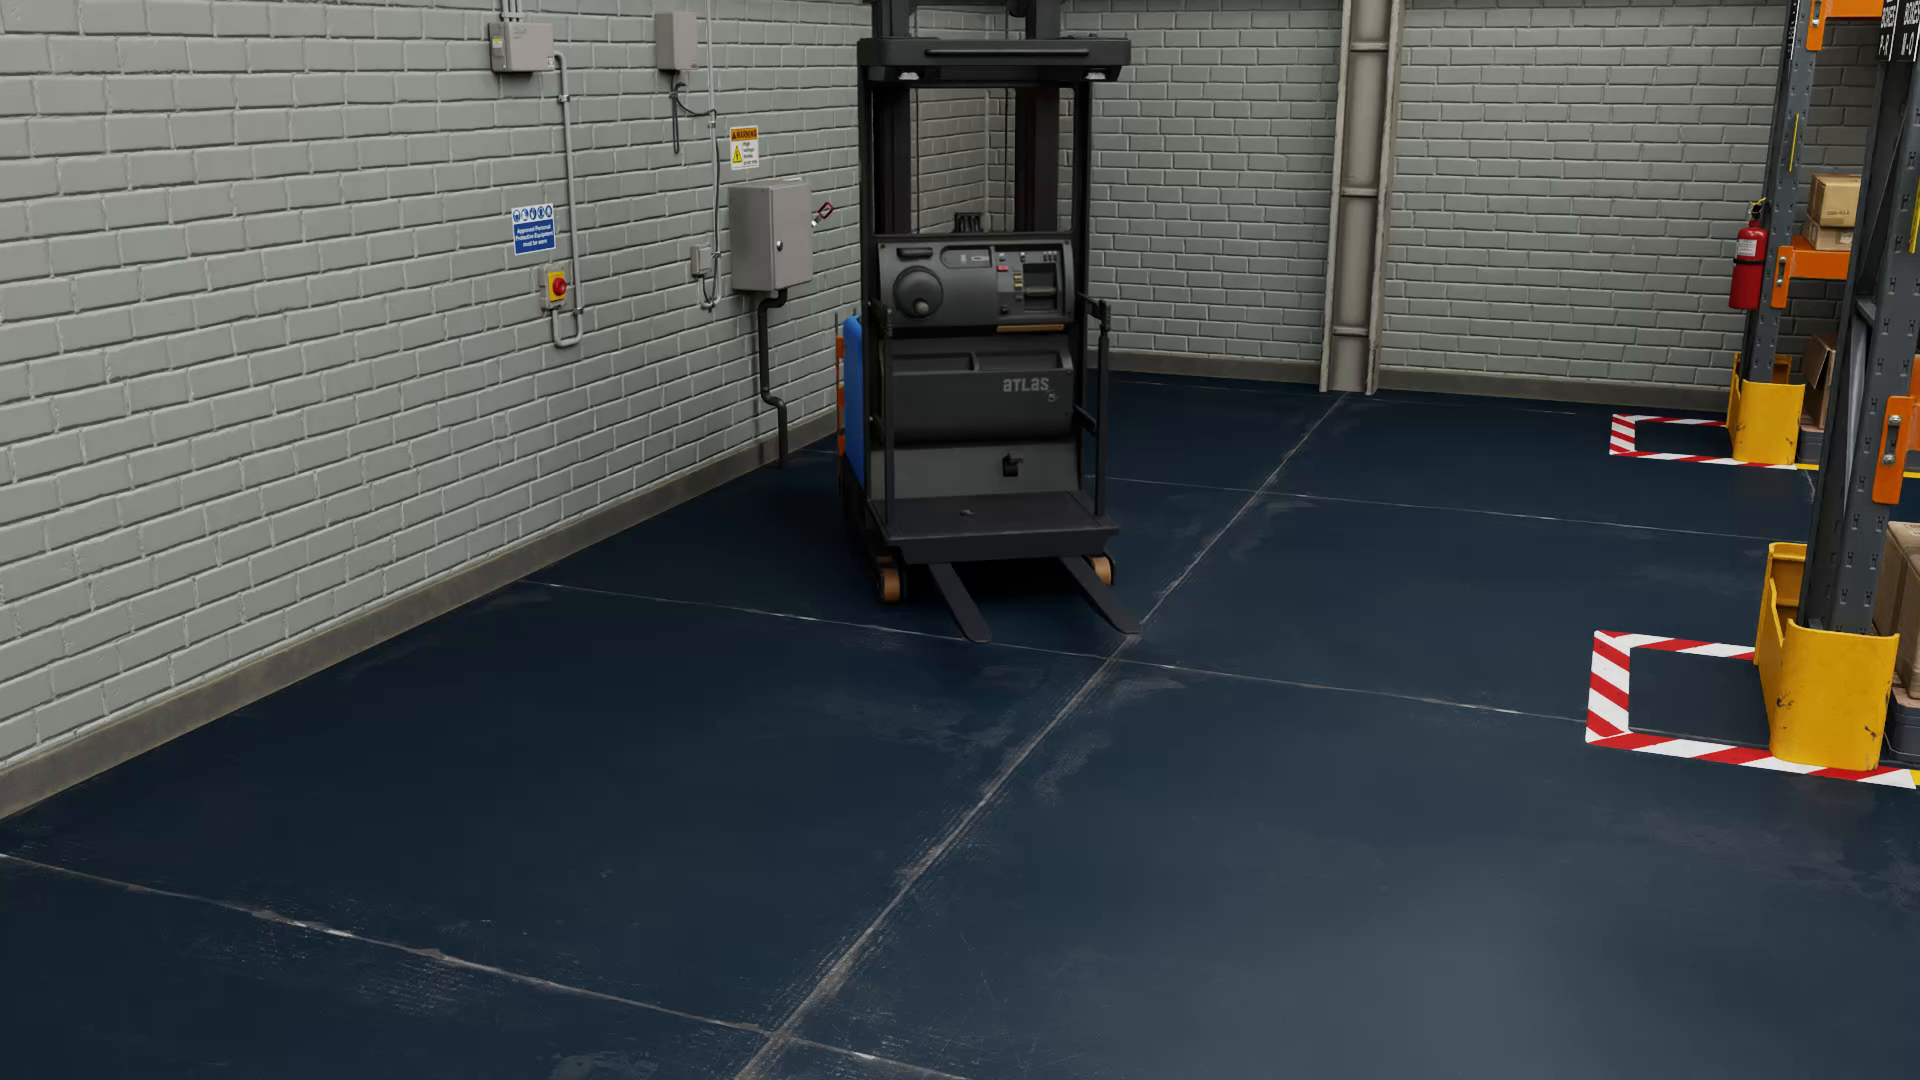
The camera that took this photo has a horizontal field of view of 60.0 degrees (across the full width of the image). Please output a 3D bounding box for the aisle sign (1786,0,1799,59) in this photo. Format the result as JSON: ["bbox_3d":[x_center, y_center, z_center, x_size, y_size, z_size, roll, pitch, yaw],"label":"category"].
[{"bbox_3d":[4.952,-3.251,9.828,0.004,0.787,0.394,6,17,21],"label":"aisle sign"}]

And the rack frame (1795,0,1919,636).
[{"bbox_3d":[3.305,-0.784,5.993,0.127,3.000,1.000,6,17,21],"label":"rack frame"}]

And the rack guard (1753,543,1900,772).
[{"bbox_3d":[3.283,0.414,6.350,0.348,0.500,1.175,6,17,21],"label":"rack guard"}]

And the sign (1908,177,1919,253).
[{"bbox_3d":[3.096,-1.094,5.368,0.005,0.325,0.100,6,17,21],"label":"sign"}]

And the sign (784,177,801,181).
[{"bbox_3d":[-1.054,-1.988,10.312,0.001,0.494,0.329,6,17,21],"label":"sign"}]

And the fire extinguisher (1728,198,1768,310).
[{"bbox_3d":[4.816,-1.750,10.131,0.183,0.674,0.296,6,17,21],"label":"fire extinguisher"}]

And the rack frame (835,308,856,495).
[{"bbox_3d":[-0.644,-0.785,9.493,0.008,1.050,0.200,9,19,29],"label":"rack frame"}]

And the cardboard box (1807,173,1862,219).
[{"bbox_3d":[5.648,-2.164,10.483,0.500,0.250,0.500,7,18,22],"label":"cardboard box"}]

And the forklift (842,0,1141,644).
[{"bbox_3d":[0.118,-1.225,7.637,1.130,2.935,3.031,-3,16,-10],"label":"forklift"}]

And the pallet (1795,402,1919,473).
[{"bbox_3d":[5.936,-0.643,10.511,1.213,0.211,1.003,6,17,21],"label":"pallet"}]

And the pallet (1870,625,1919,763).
[{"bbox_3d":[4.078,0.617,6.170,1.213,0.211,1.003,6,17,21],"label":"pallet"}]

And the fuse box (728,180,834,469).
[{"bbox_3d":[-1.042,-1.266,9.964,0.414,1.711,0.539,6,17,21],"label":"fuse box"}]

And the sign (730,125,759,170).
[{"bbox_3d":[-1.255,-2.288,9.693,0.001,0.242,0.339,6,17,21],"label":"sign"}]

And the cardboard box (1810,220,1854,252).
[{"bbox_3d":[5.328,-1.846,10.103,0.250,0.149,0.380,6,17,20],"label":"cardboard box"}]

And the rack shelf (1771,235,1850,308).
[{"bbox_3d":[6.983,-1.521,9.825,4.000,0.370,1.077,6,17,21],"label":"rack shelf"}]

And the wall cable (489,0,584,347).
[{"bbox_3d":[-1.949,-1.858,7.813,0.123,1.953,0.585,6,17,21],"label":"wall cable"}]

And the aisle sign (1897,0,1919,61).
[{"bbox_3d":[3.132,-1.964,5.397,0.004,0.787,0.394,6,17,21],"label":"aisle sign"}]

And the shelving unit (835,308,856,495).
[{"bbox_3d":[-0.539,-0.768,9.434,0.252,1.050,0.215,9,19,29],"label":"shelving unit"}]

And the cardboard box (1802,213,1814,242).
[{"bbox_3d":[5.530,-1.987,10.587,0.250,0.149,0.380,6,17,20],"label":"cardboard box"}]

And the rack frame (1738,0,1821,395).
[{"bbox_3d":[5.123,-2.072,10.429,0.127,3.000,1.000,6,17,21],"label":"rack frame"}]

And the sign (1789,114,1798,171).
[{"bbox_3d":[4.924,-2.347,9.824,0.005,0.325,0.100,6,17,21],"label":"sign"}]

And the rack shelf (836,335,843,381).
[{"bbox_3d":[-0.538,-1.030,9.358,0.240,0.259,0.215,9,19,29],"label":"rack shelf"}]

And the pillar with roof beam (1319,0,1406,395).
[{"bbox_3d":[1.366,-4.346,7.502,0.400,9.000,9.100,6,17,21],"label":"pillar with roof beam"}]

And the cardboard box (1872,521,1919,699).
[{"bbox_3d":[3.956,0.287,6.149,0.875,0.438,0.875,6,17,19],"label":"cardboard box"}]

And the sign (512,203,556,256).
[{"bbox_3d":[-2.024,-1.478,7.900,0.001,0.218,0.327,6,17,21],"label":"sign"}]

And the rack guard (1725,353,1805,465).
[{"bbox_3d":[5.194,-0.863,10.751,0.348,0.500,1.175,6,17,21],"label":"rack guard"}]

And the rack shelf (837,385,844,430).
[{"bbox_3d":[-0.539,-0.758,9.437,0.240,0.259,0.215,9,19,29],"label":"rack shelf"}]

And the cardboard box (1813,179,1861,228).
[{"bbox_3d":[5.446,-2.026,10.008,0.500,0.250,0.500,6,17,21],"label":"cardboard box"}]

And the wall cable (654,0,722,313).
[{"bbox_3d":[-1.439,-2.211,9.089,0.122,1.984,0.588,6,17,21],"label":"wall cable"}]

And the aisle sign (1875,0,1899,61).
[{"bbox_3d":[3.352,-2.120,5.933,0.004,0.787,0.394,6,17,21],"label":"aisle sign"}]

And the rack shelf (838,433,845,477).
[{"bbox_3d":[-0.539,-0.491,9.514,0.240,0.259,0.215,9,19,29],"label":"rack shelf"}]

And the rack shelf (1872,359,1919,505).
[{"bbox_3d":[5.166,-0.234,5.389,4.000,0.370,1.077,6,17,21],"label":"rack shelf"}]

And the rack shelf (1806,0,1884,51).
[{"bbox_3d":[6.983,-2.962,9.406,4.000,0.370,1.077,6,17,21],"label":"rack shelf"}]

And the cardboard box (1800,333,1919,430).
[{"bbox_3d":[5.657,-0.987,10.418,0.637,0.503,0.797,6,17,18],"label":"cardboard box"}]
